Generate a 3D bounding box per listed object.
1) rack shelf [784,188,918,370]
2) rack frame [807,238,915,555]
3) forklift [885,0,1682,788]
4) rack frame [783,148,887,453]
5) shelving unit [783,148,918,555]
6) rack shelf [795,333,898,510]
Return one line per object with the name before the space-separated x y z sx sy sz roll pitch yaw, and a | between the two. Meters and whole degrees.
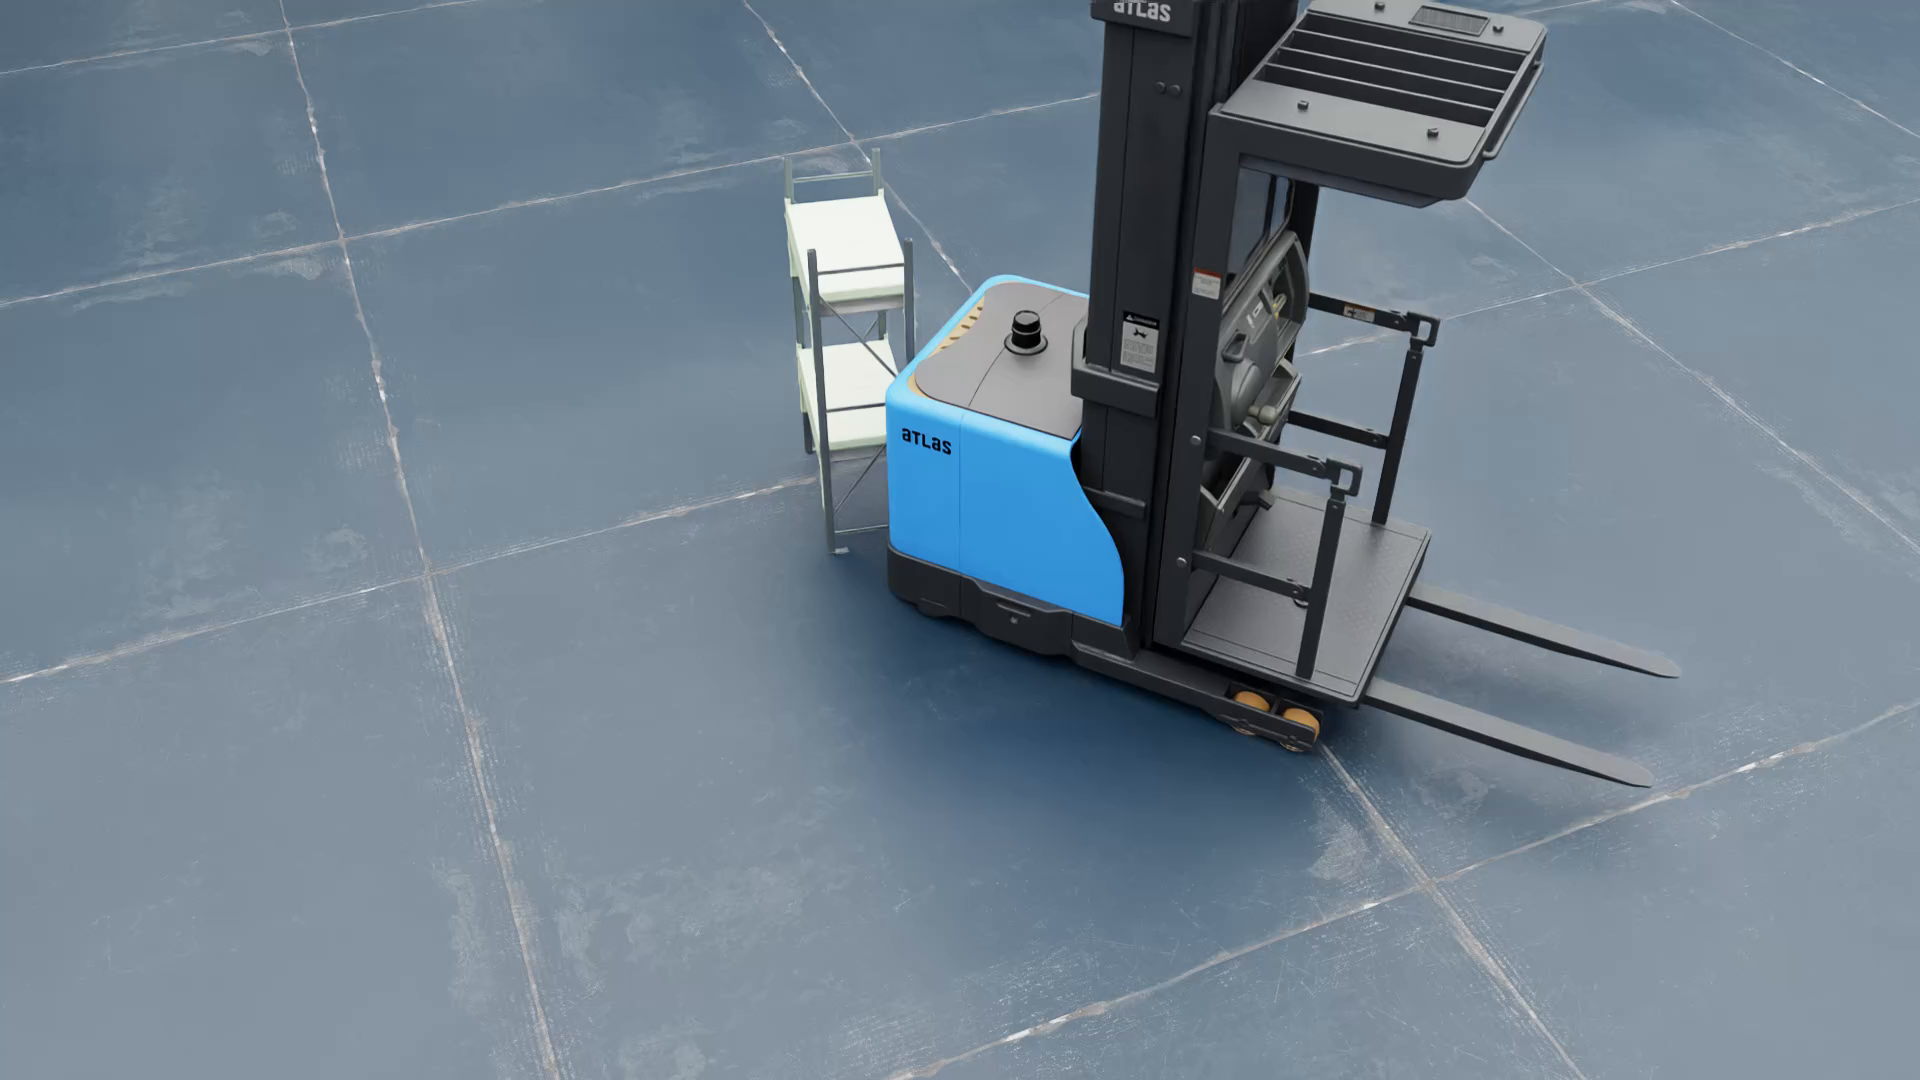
rack shelf | -0.449 -1.068 6.743 0.431 0.370 0.720 -8 41 -9
rack frame | -0.375 -0.538 6.725 0.400 1.500 0.023 -8 41 -9
forklift | 1.251 -0.706 5.823 3.031 2.935 1.130 18 44 20
rack frame | -0.523 -1.005 7.269 0.400 1.500 0.023 -8 41 -9
shelving unit | -0.449 -0.772 6.997 0.431 1.500 0.755 -8 41 -9
rack shelf | -0.449 -0.525 7.210 0.431 0.370 0.720 -8 41 -9
